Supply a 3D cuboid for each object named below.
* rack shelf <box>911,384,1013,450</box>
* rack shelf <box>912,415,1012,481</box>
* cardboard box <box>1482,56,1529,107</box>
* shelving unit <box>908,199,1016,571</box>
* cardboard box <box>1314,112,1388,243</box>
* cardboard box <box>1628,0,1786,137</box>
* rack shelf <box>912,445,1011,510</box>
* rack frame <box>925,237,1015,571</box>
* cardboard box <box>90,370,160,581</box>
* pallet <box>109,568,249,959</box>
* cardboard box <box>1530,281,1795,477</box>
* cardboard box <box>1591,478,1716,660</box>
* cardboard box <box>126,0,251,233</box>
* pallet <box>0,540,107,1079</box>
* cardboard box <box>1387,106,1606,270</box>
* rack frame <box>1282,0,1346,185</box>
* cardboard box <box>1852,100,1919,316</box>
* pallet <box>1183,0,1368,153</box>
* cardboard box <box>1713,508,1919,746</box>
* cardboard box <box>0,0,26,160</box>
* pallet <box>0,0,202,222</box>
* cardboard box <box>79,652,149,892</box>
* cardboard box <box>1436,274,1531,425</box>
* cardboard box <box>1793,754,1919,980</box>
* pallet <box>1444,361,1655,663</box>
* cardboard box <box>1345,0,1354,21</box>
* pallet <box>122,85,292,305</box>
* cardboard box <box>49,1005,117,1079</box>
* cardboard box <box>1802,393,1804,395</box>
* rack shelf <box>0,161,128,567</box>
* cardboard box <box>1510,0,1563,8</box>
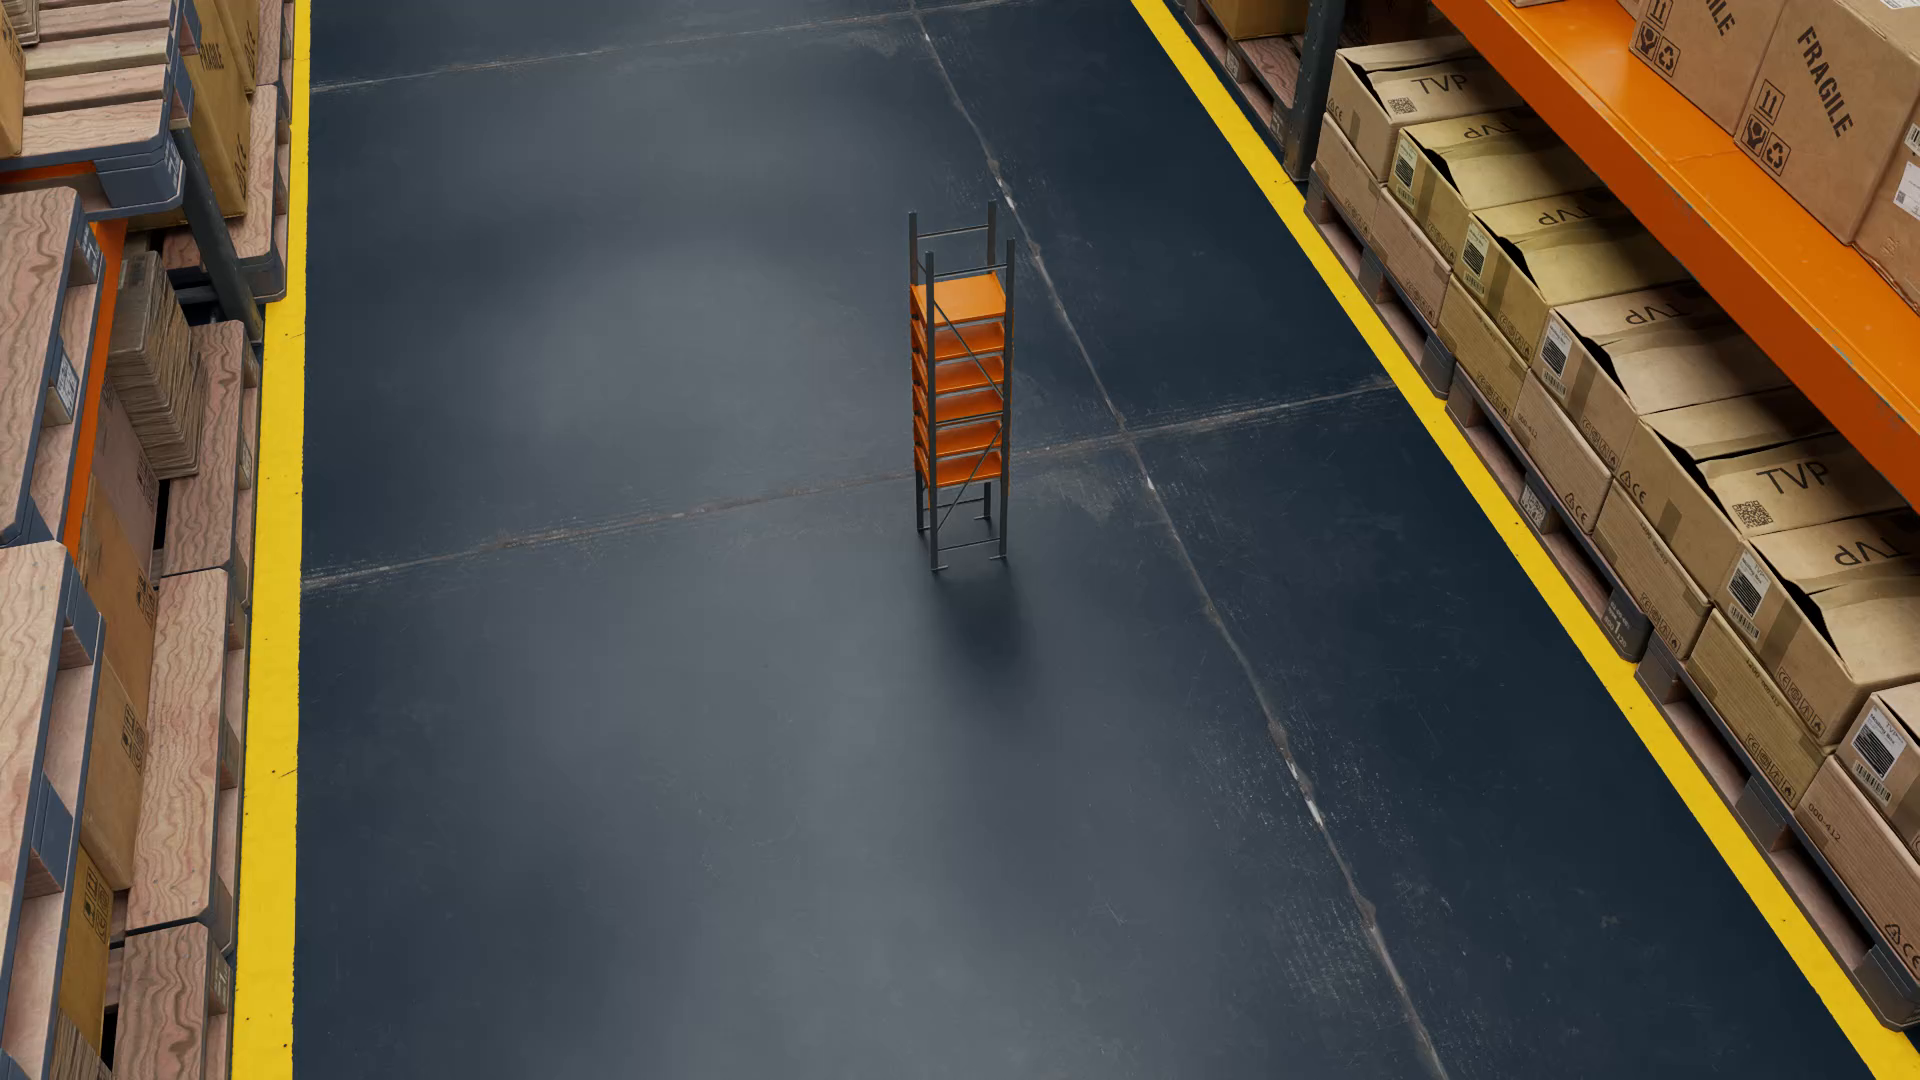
[{"bbox_3d":[0.004,-0.379,4.843,0.258,0.103,0.180,-11,47,-10],"label":"rack shelf"},{"bbox_3d":[0.004,-0.295,4.929,0.258,0.103,0.180,-11,47,-10],"label":"rack shelf"},{"bbox_3d":[2.174,-1.669,6.024,0.500,0.311,0.500,-10,46,-9],"label":"cardboard box"},{"bbox_3d":[0.004,-0.410,4.812,0.258,1.200,0.189,-11,47,-10],"label":"shelving unit"},{"bbox_3d":[1.652,-1.374,6.127,0.500,0.250,0.500,-11,47,-10],"label":"cardboard box"},{"bbox_3d":[2.247,-1.484,4.534,0.500,0.500,0.500,-13,47,-12],"label":"cardboard box"},{"bbox_3d":[0.004,-0.211,5.015,0.258,0.103,0.180,-11,47,-10],"label":"rack shelf"},{"bbox_3d":[0.027,-0.347,4.750,0.240,1.200,0.006,-11,47,-10],"label":"rack frame"},{"bbox_3d":[-2.731,-0.111,4.701,0.700,0.500,0.500,-11,47,-10],"label":"cardboard box"},{"bbox_3d":[-2.478,0.660,4.455,1.003,0.211,1.213,-11,47,-10],"label":"pallet"},{"bbox_3d":[2.055,-0.502,4.880,0.500,0.311,0.500,-11,47,-11],"label":"cardboard box"},{"bbox_3d":[2.181,0.036,4.745,0.500,0.250,0.500,-10,46,-9],"label":"cardboard box"},{"bbox_3d":[-3.047,-1.623,5.951,0.750,0.750,0.750,-11,47,-11],"label":"cardboard box"},{"bbox_3d":[-2.017,0.578,2.717,1.003,0.211,1.213,-11,47,-10],"label":"pallet"},{"bbox_3d":[1.795,-1.209,5.573,0.500,0.311,0.500,-12,47,-11],"label":"cardboard box"},{"bbox_3d":[1.802,-2.605,5.702,1.000,3.000,0.127,-11,47,-10],"label":"rack frame"},{"bbox_3d":[2.510,-0.775,3.839,0.500,0.500,0.500,-8,46,-7],"label":"cardboard box"},{"bbox_3d":[1.647,-2.151,7.210,1.003,0.211,1.213,-11,47,-10],"label":"pallet"},{"bbox_3d":[2.306,0.191,4.201,0.500,0.311,0.500,-10,46,-9],"label":"cardboard box"},{"bbox_3d":[-2.686,-1.182,3.930,0.700,0.500,0.500,-15,47,-14],"label":"cardboard box"},{"bbox_3d":[-2.700,-1.157,4.418,1.213,0.211,1.003,-11,47,-10],"label":"pallet"},{"bbox_3d":[-2.438,0.574,4.030,0.700,0.500,0.500,-10,46,-10],"label":"cardboard box"},{"bbox_3d":[1.921,-0.669,5.437,0.500,0.250,0.500,-12,47,-11],"label":"cardboard box"},{"bbox_3d":[2.440,0.739,4.057,0.500,0.250,0.500,-11,47,-11],"label":"cardboard box"},{"bbox_3d":[2.284,-0.212,5.310,1.003,0.211,1.213,-11,47,-10],"label":"pallet"},{"bbox_3d":[1.822,-2.611,7.150,0.500,0.500,0.500,-12,47,-12],"label":"cardboard box"},{"bbox_3d":[-3.115,-1.278,6.355,1.003,0.211,1.213,-11,47,-10],"label":"pallet"},{"bbox_3d":[-2.166,1.281,3.336,0.700,0.500,0.500,-9,46,-9],"label":"cardboard box"},{"bbox_3d":[2.566,-0.616,4.992,0.500,0.311,0.500,-10,46,-9],"label":"cardboard box"},{"bbox_3d":[-2.474,-0.064,3.716,1.077,0.370,4.000,-11,47,-10],"label":"rack shelf"},{"bbox_3d":[1.844,-1.921,5.094,0.500,0.311,0.500,-11,47,-11],"label":"cardboard box"}]
